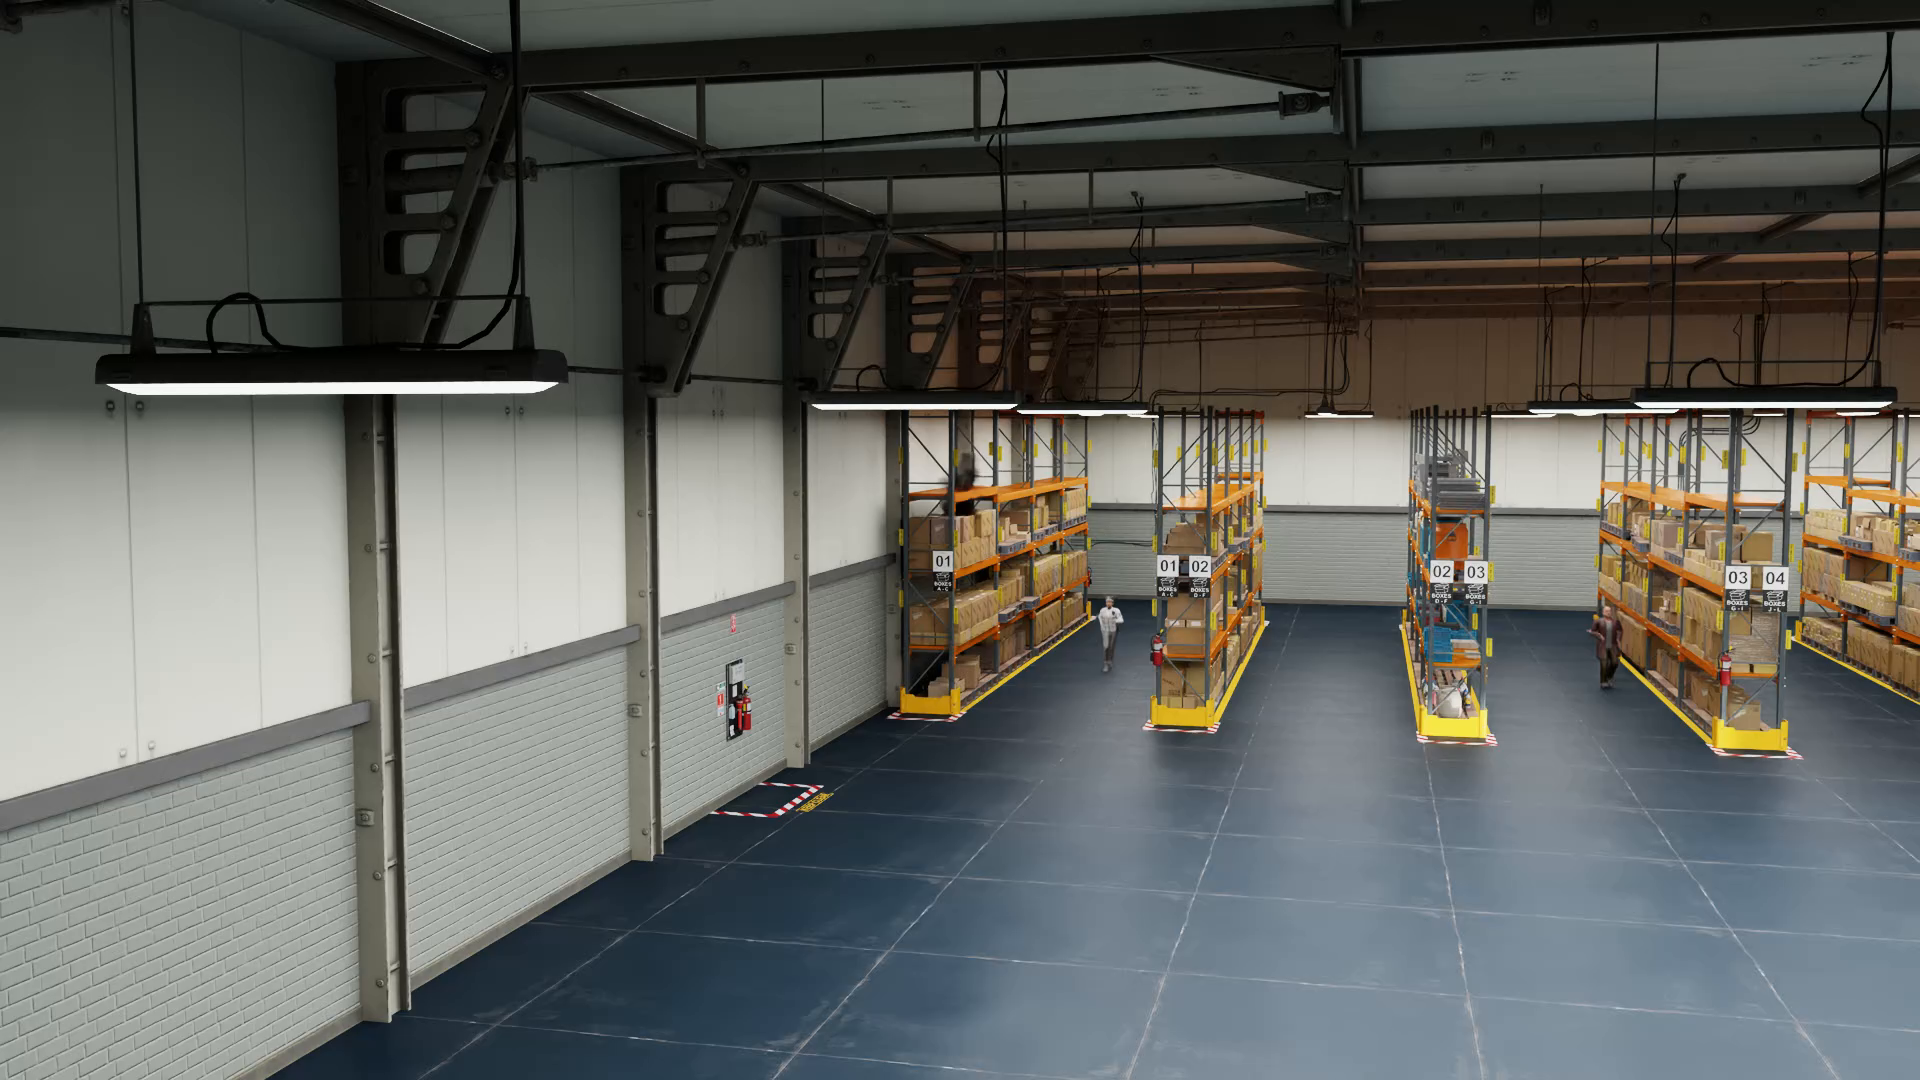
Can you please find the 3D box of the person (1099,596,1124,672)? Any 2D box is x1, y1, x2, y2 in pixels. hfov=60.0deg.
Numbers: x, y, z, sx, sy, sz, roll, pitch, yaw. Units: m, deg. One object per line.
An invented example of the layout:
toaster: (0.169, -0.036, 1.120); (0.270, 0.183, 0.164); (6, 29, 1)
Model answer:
person: (3.471, 2.148, 38.223); (0.584, 1.750, 0.775); (1, 4, 9)

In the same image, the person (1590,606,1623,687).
person: (13.845, 2.400, 35.525); (0.697, 1.534, 0.639); (1, 4, 10)
